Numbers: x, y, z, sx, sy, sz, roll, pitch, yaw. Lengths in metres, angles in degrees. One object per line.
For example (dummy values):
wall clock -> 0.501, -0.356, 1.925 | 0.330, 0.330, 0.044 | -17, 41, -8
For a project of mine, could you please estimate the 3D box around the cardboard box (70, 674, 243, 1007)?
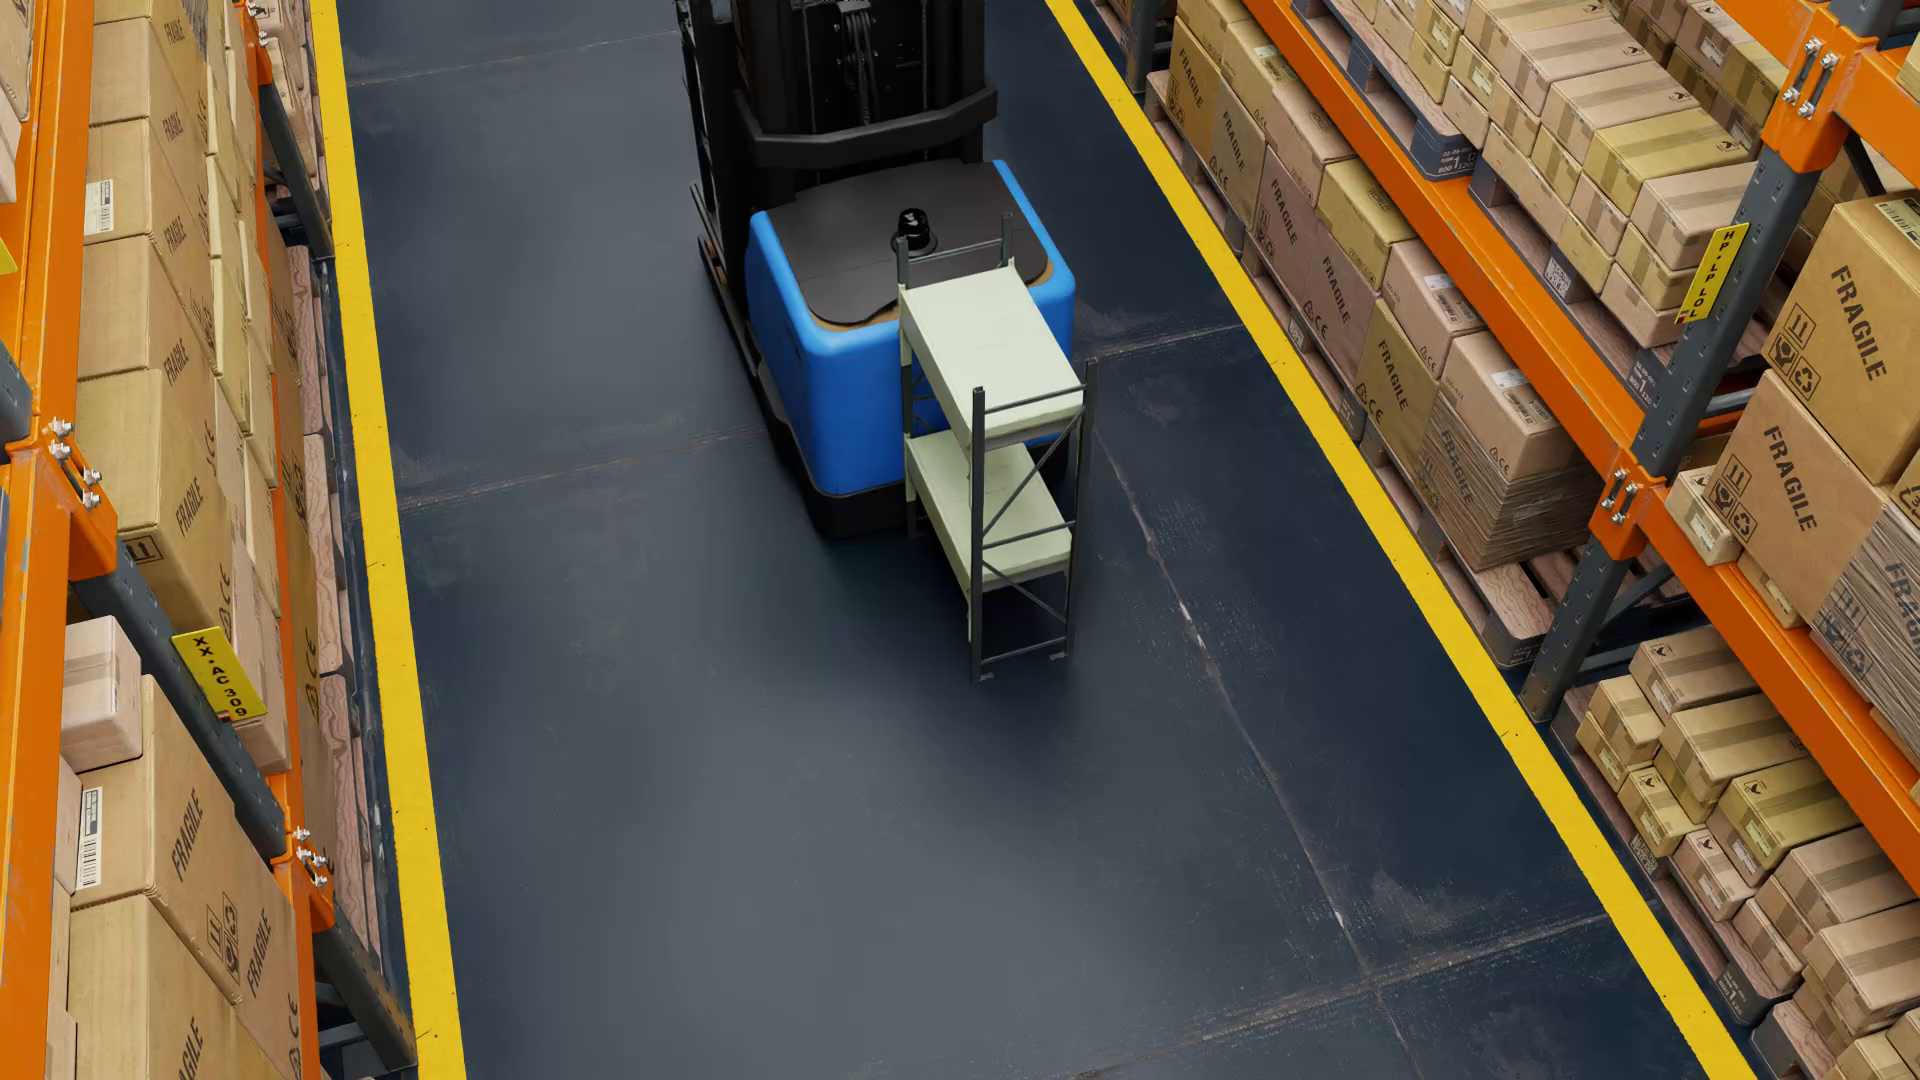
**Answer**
cardboard box -> -1.773, 0.662, 3.300 | 0.500, 0.500, 0.500 | -14, 51, -11

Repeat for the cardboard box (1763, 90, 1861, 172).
cardboard box -> 2.757, -1.299, 5.173 | 0.380, 0.149, 0.250 | -12, 51, -10

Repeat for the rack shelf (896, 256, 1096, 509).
rack shelf -> 0.106, -0.528, 5.494 | 0.431, 0.370, 0.720 | -15, 52, -12

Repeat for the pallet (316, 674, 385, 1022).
pallet -> -2.476, 1.087, 5.485 | 1.003, 0.211, 1.213 | -13, 51, -11

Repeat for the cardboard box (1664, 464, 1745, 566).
cardboard box -> 2.294, -0.097, 4.823 | 0.380, 0.149, 0.250 | -12, 51, -10

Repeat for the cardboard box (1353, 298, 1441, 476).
cardboard box -> 1.912, -0.646, 6.483 | 0.500, 0.500, 0.500 | -14, 51, -12

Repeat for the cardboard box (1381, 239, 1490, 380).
cardboard box -> 1.922, -0.895, 6.202 | 0.500, 0.250, 0.500 | -11, 51, -9

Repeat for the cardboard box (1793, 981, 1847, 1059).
cardboard box -> 2.761, 1.391, 4.995 | 0.380, 0.149, 0.250 | -15, 52, -13

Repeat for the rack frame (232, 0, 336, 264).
rack frame -> -3.359, -2.187, 6.421 | 1.000, 3.000, 0.127 | -13, 51, -11

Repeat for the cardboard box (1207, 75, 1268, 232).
cardboard box -> 1.457, -1.769, 7.429 | 0.500, 0.500, 0.500 | -13, 51, -11

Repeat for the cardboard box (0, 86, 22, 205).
cardboard box -> -1.990, -0.769, 3.077 | 0.396, 0.266, 0.258 | -14, 51, -11

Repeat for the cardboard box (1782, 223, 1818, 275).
cardboard box -> 2.846, -0.904, 5.230 | 0.380, 0.149, 0.250 | -16, 52, -13

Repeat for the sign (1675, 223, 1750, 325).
sign -> 1.994, -0.703, 4.414 | 0.100, 0.325, 0.005 | -13, 51, -11

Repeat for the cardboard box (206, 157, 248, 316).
cardboard box -> -2.493, -0.881, 5.092 | 0.500, 0.250, 0.500 | -15, 51, -12

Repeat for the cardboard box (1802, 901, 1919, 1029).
cardboard box -> 2.670, 1.210, 4.759 | 0.380, 0.149, 0.250 | -12, 51, -10

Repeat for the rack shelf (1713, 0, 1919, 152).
rack shelf -> 1.931, -2.654, 5.324 | 1.077, 0.370, 4.000 | -13, 51, -11

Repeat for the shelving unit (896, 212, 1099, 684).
shelving unit -> 0.106, -0.277, 5.792 | 0.431, 1.500, 0.755 | -15, 52, -12

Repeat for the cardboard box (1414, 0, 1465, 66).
cardboard box -> 1.823, -1.817, 5.804 | 0.380, 0.149, 0.250 | -13, 51, -11

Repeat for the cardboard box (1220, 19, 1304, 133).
cardboard box -> 1.463, -2.023, 7.153 | 0.500, 0.250, 0.500 | -14, 51, -11

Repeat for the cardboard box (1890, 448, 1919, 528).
cardboard box -> 2.591, -0.149, 3.789 | 0.500, 0.500, 0.500 | -15, 51, -12

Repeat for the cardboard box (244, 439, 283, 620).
cardboard box -> -2.208, 0.024, 4.655 | 0.500, 0.250, 0.500 | -14, 51, -12

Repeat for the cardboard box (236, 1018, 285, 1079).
cardboard box -> -1.637, 1.358, 3.368 | 0.500, 0.500, 0.500 | -14, 51, -12

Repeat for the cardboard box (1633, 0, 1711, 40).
cardboard box -> 2.536, -1.856, 5.643 | 0.380, 0.149, 0.250 | -14, 51, -11

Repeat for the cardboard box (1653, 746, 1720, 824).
cardboard box -> 2.485, 0.731, 5.357 | 0.380, 0.149, 0.250 | -13, 51, -11

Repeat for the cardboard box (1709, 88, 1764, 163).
cardboard box -> 2.690, -1.378, 5.434 | 0.380, 0.149, 0.250 | -12, 51, -10

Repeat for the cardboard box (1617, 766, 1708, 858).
cardboard box -> 2.402, 0.858, 5.444 | 0.380, 0.149, 0.250 | -12, 51, -10

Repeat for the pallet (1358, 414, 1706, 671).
pallet -> 2.291, -0.128, 6.509 | 1.003, 0.211, 1.213 | -13, 51, -11

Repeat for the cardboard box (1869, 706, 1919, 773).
cardboard box -> 2.645, 0.458, 4.356 | 0.380, 0.149, 0.250 | -15, 52, -13

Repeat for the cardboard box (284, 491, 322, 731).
cardboard box -> -2.710, 0.191, 5.531 | 0.875, 0.875, 0.875 | -12, 51, -10

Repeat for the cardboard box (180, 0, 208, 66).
cardboard box -> -2.797, -1.850, 5.418 | 0.500, 0.500, 0.500 | -13, 51, -10

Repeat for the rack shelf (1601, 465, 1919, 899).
rack shelf -> 3.114, 1.234, 4.008 | 1.077, 0.370, 4.000 | -13, 51, -11

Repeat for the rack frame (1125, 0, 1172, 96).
rack frame -> 1.340, -3.380, 7.427 | 1.000, 3.000, 0.127 | -13, 51, -11

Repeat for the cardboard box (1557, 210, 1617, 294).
cardboard box -> 2.139, -0.948, 5.266 | 0.380, 0.149, 0.250 | -13, 51, -11

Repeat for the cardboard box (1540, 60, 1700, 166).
cardboard box -> 2.063, -1.339, 5.207 | 0.380, 0.149, 0.250 | -15, 51, -12

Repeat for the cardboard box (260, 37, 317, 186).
cardboard box -> -3.516, -1.890, 7.615 | 0.950, 0.372, 0.625 | -16, 52, -13

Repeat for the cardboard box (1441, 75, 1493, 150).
cardboard box -> 1.905, -1.515, 5.745 | 0.380, 0.149, 0.250 | -15, 52, -13

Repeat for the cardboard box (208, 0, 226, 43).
cardboard box -> -2.973, -2.003, 6.038 | 0.500, 0.250, 0.500 | -13, 51, -11

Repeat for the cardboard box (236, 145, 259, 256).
cardboard box -> -2.662, -1.087, 5.592 | 0.500, 0.250, 0.500 | -14, 51, -11

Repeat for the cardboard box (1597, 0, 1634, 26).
cardboard box -> 2.453, -1.958, 5.923 | 0.380, 0.149, 0.250 | -14, 51, -12

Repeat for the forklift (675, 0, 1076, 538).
forklift -> -0.539, -2.107, 6.399 | 1.130, 2.935, 3.031 | -15, 52, -12

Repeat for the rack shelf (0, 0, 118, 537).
rack shelf -> -2.767, -1.461, 4.318 | 1.077, 0.370, 4.000 | -13, 51, -11

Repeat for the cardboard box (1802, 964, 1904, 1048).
cardboard box -> 2.727, 1.305, 4.873 | 0.380, 0.149, 0.250 | -11, 51, -9

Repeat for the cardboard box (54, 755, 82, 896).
cardboard box -> -1.807, 0.541, 2.978 | 0.380, 0.149, 0.250 | -12, 51, -10

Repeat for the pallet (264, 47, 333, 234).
pallet -> -3.589, -1.859, 7.969 | 1.003, 0.211, 1.213 | -13, 51, -11

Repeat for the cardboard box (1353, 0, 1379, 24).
cardboard box -> 1.673, -2.094, 6.233 | 0.380, 0.149, 0.250 | -13, 51, -10

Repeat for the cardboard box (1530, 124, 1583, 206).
cardboard box -> 2.067, -1.229, 5.309 | 0.380, 0.149, 0.250 | -11, 51, -9

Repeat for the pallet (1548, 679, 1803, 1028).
pallet -> 2.755, 0.923, 5.624 | 1.003, 0.211, 1.213 | -13, 51, -11

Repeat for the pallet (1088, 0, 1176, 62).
pallet -> 1.179, -3.074, 8.993 | 1.003, 0.211, 1.213 | -13, 51, -11

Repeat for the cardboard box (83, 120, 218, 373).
cardboard box -> -2.354, -0.738, 4.481 | 0.500, 0.500, 0.500 | -14, 51, -12

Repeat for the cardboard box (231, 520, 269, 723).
cardboard box -> -2.037, 0.237, 4.149 | 0.500, 0.250, 0.500 | -15, 51, -12

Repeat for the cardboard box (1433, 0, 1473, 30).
cardboard box -> 1.833, -1.906, 5.685 | 0.380, 0.149, 0.250 | -15, 52, -13

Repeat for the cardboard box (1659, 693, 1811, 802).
cardboard box -> 2.452, 0.646, 5.234 | 0.380, 0.149, 0.250 | -11, 51, -9
